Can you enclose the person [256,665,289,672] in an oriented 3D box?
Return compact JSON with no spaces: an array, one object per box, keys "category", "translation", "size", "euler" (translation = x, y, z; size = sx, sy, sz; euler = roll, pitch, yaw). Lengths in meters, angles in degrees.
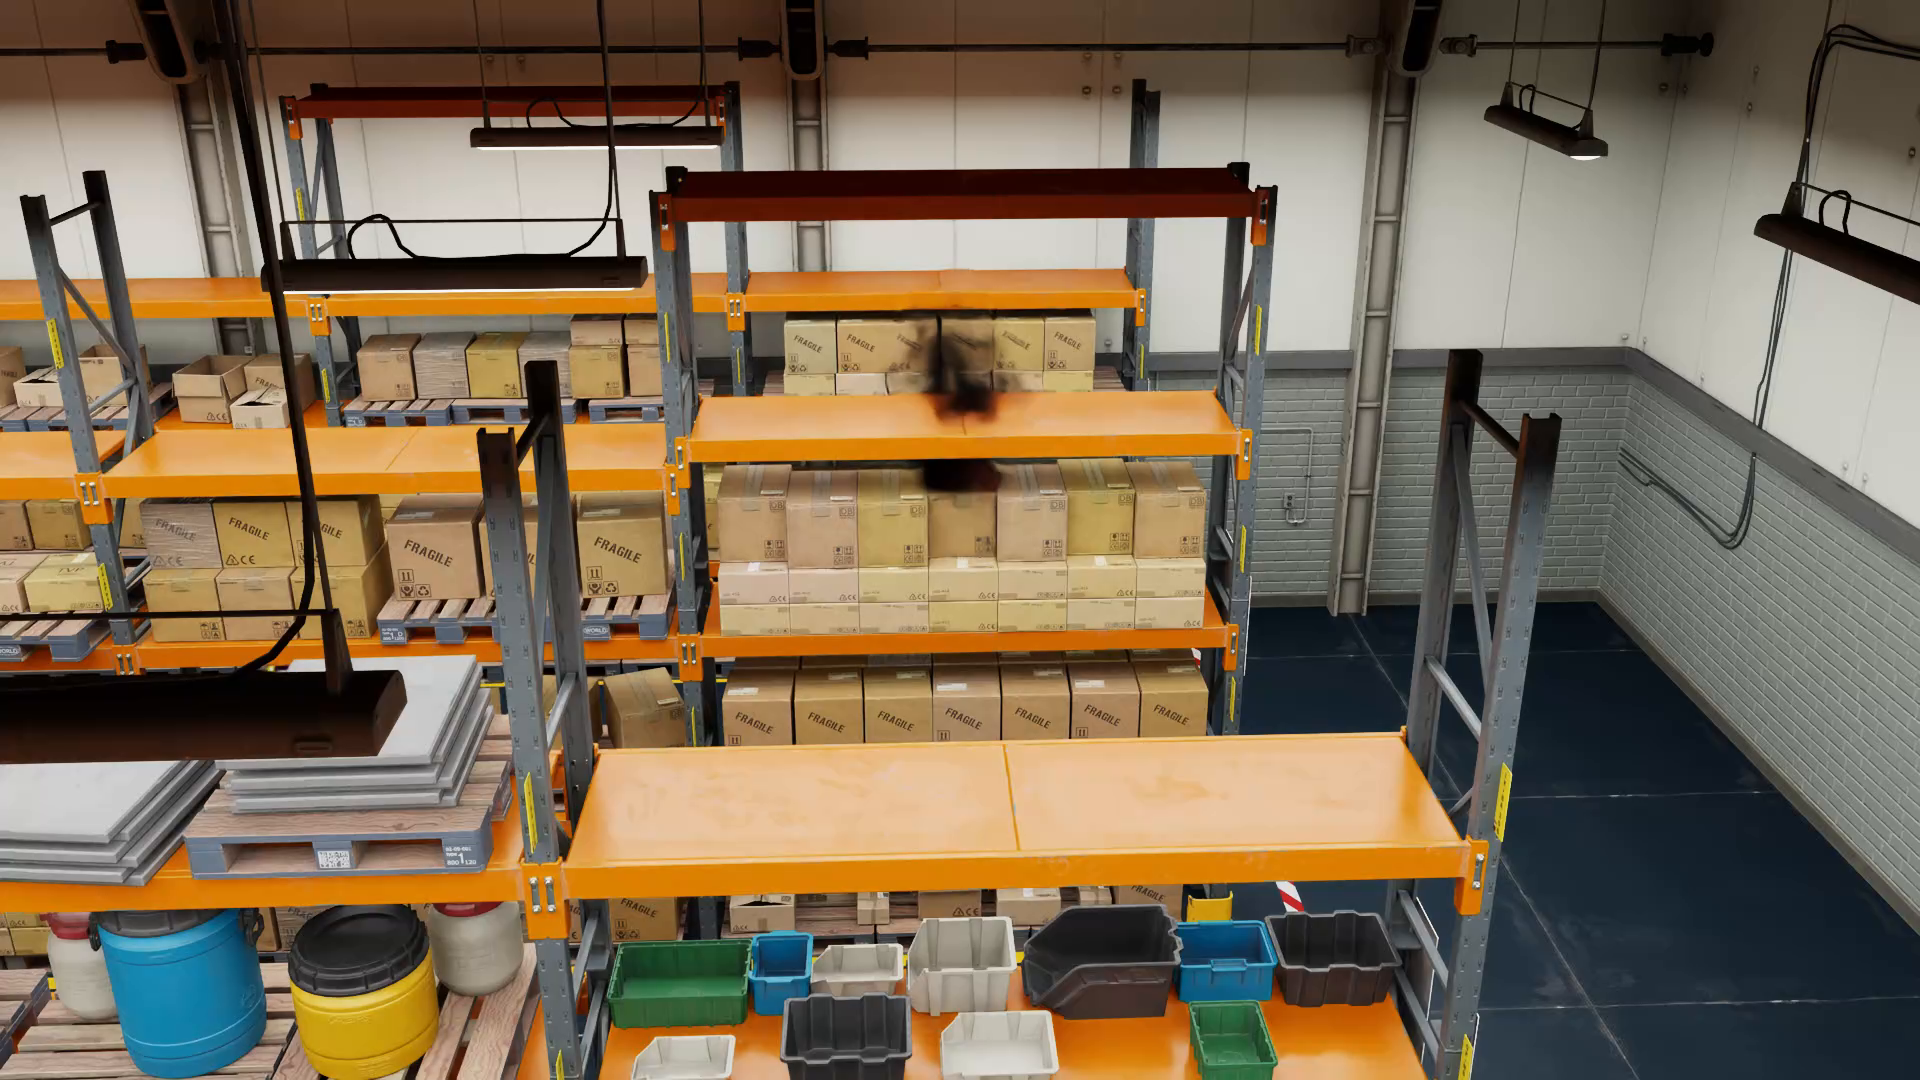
[{"category":"person","translation":[-5.989,1.498,15.136],"size":[0.926,1.762,0.682],"euler":[-6,23,-15]}]
